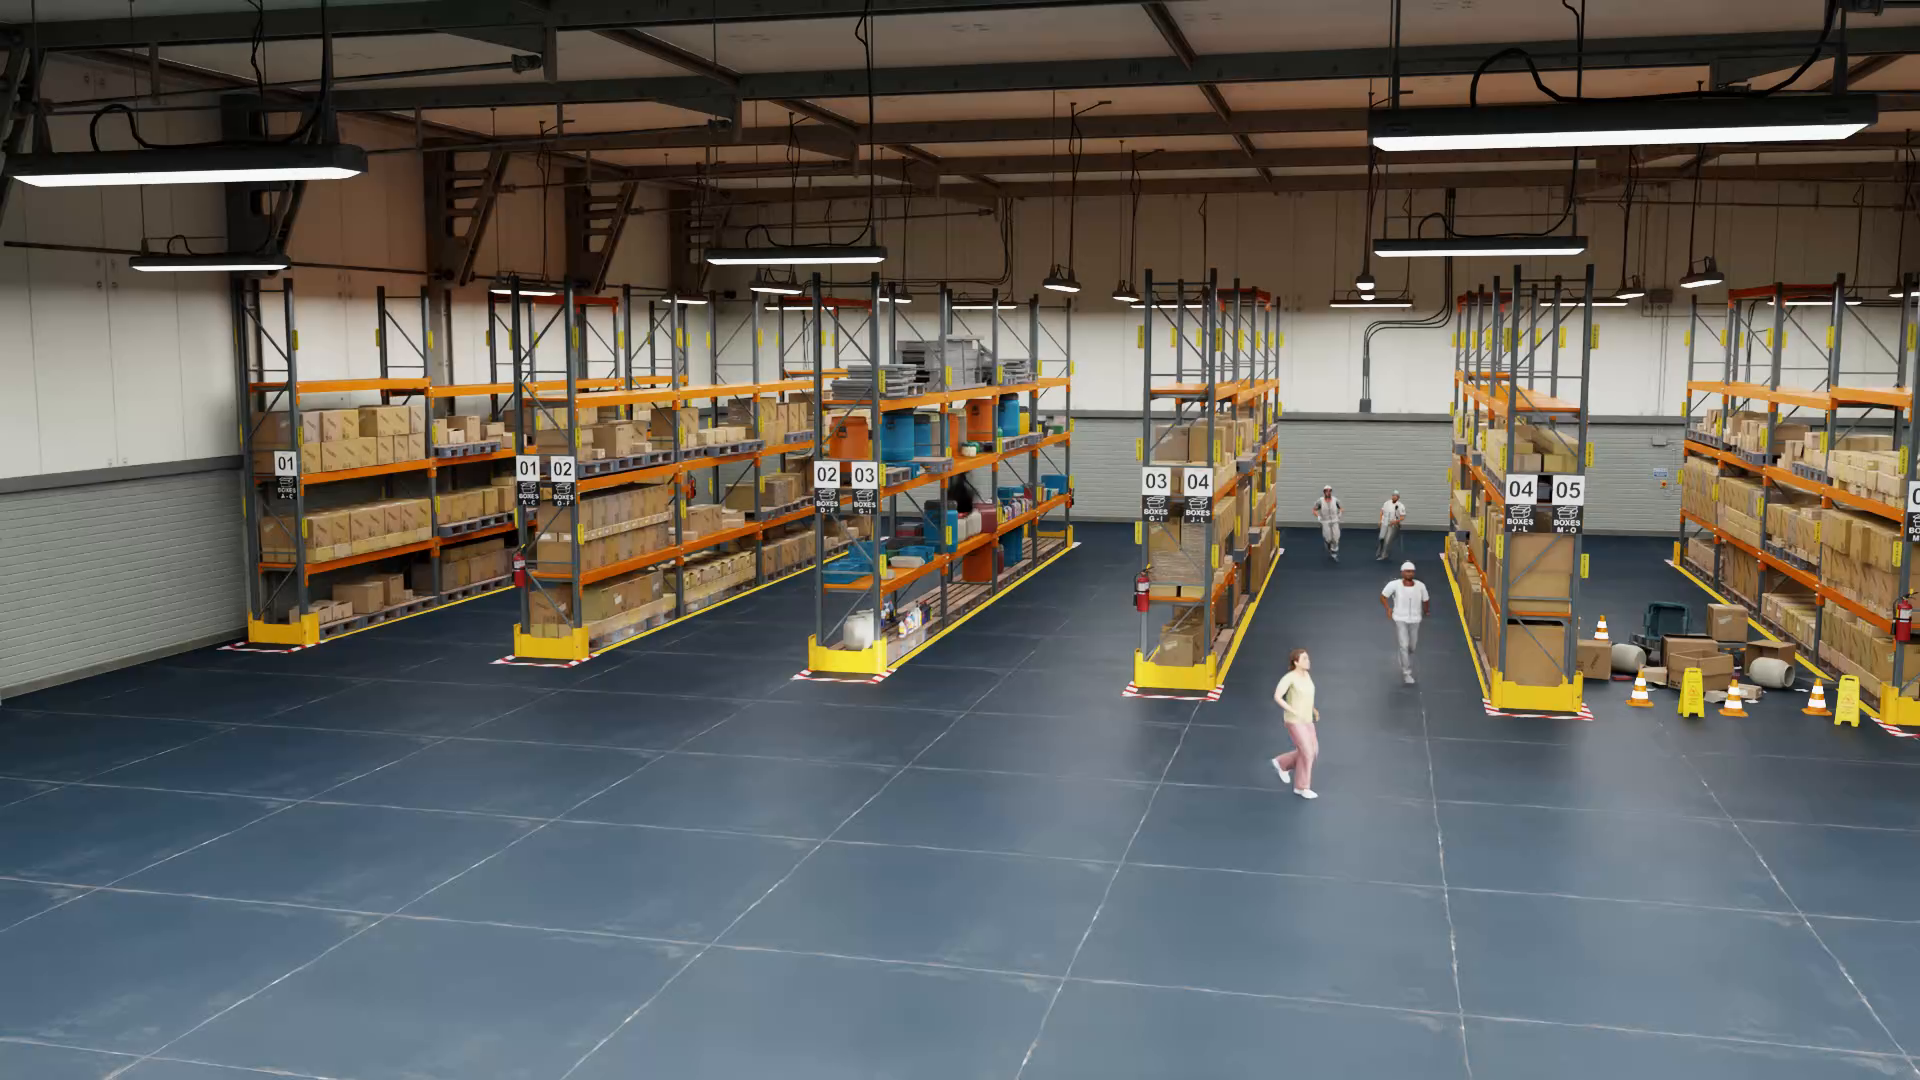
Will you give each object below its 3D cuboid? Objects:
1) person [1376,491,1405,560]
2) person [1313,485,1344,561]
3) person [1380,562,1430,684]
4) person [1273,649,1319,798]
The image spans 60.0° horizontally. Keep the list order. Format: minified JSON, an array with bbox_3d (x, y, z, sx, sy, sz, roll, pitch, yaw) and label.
[{"bbox_3d":[9.778,-0.320,37.786,0.630,1.598,0.566,4,8,29],"label":"person"},{"bbox_3d":[8.366,-0.374,37.713,0.675,1.729,0.616,0,7,3],"label":"person"},{"bbox_3d":[6.604,1.197,24.631,0.700,1.762,0.881,0,7,-1],"label":"person"},{"bbox_3d":[3.684,2.000,18.353,0.589,1.644,0.618,-7,10,-44],"label":"person"}]
